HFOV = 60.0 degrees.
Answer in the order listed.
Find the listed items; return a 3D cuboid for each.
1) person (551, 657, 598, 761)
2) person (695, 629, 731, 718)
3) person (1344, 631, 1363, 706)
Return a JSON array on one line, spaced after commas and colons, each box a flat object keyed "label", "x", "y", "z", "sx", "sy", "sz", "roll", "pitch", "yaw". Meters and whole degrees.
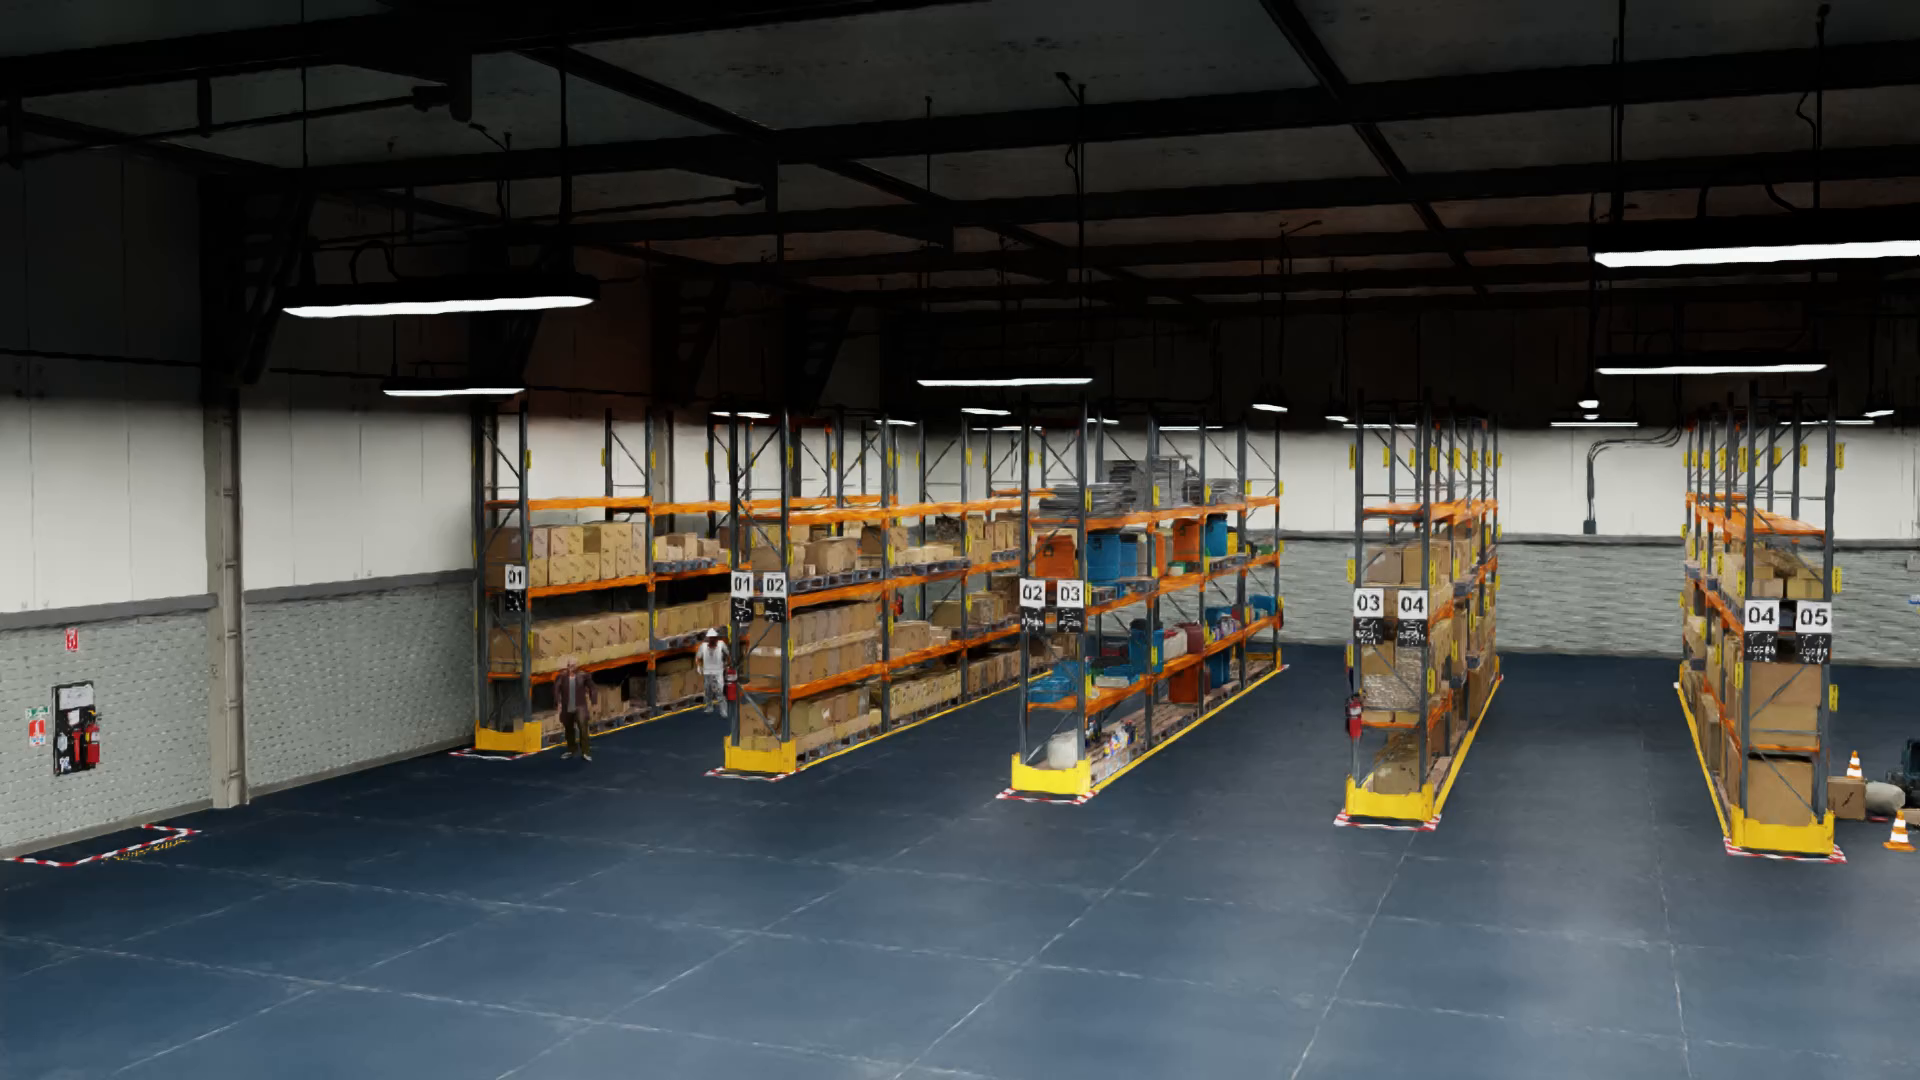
[{"label": "person", "x": -6.395, "y": 2.792, "z": 27.585, "sx": 0.715, "sy": 1.726, "sz": 0.833, "roll": 0, "pitch": 3, "yaw": 1}, {"label": "person", "x": -4.785, "y": 2.567, "z": 32.282, "sx": 0.680, "sy": 1.722, "sz": 0.846, "roll": 0, "pitch": 3, "yaw": 4}, {"label": "person", "x": 8.041, "y": 2.562, "z": 33.770, "sx": 0.479, "sy": 1.567, "sz": 1.090, "roll": 1, "pitch": 3, "yaw": 23}]
